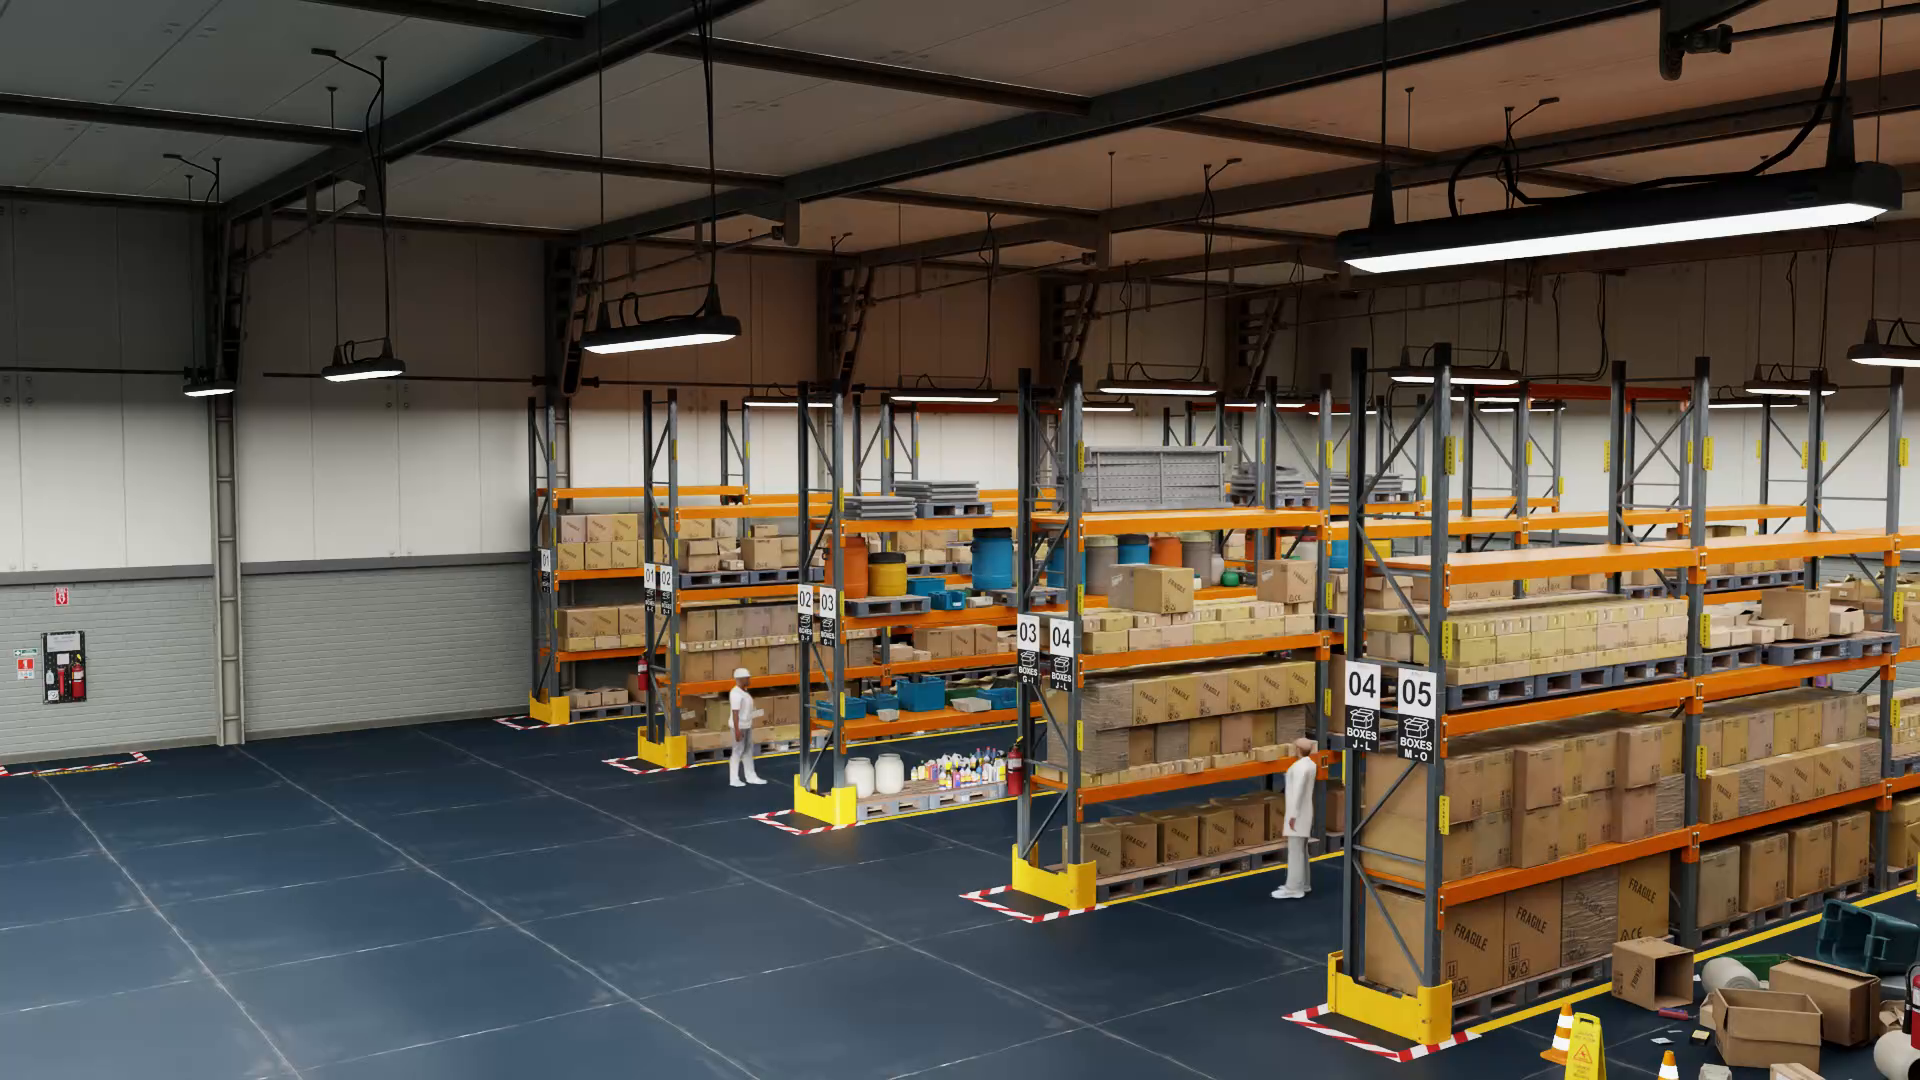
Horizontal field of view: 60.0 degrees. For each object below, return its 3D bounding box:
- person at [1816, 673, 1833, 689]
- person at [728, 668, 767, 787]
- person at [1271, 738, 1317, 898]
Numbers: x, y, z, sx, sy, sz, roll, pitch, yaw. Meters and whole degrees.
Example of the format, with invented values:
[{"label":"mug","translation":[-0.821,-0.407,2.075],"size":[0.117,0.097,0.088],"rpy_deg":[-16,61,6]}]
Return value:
[{"label":"person","translation":[15.328,2.616,29.590],"size":[0.373,1.600,0.449],"rpy_deg":[-1,4,-17]},{"label":"person","translation":[-3.215,2.814,24.958],"size":[0.506,1.776,0.621],"rpy_deg":[1,3,10]},{"label":"person","translation":[3.817,3.150,18.976],"size":[0.473,1.787,0.599],"rpy_deg":[1,3,14]}]
